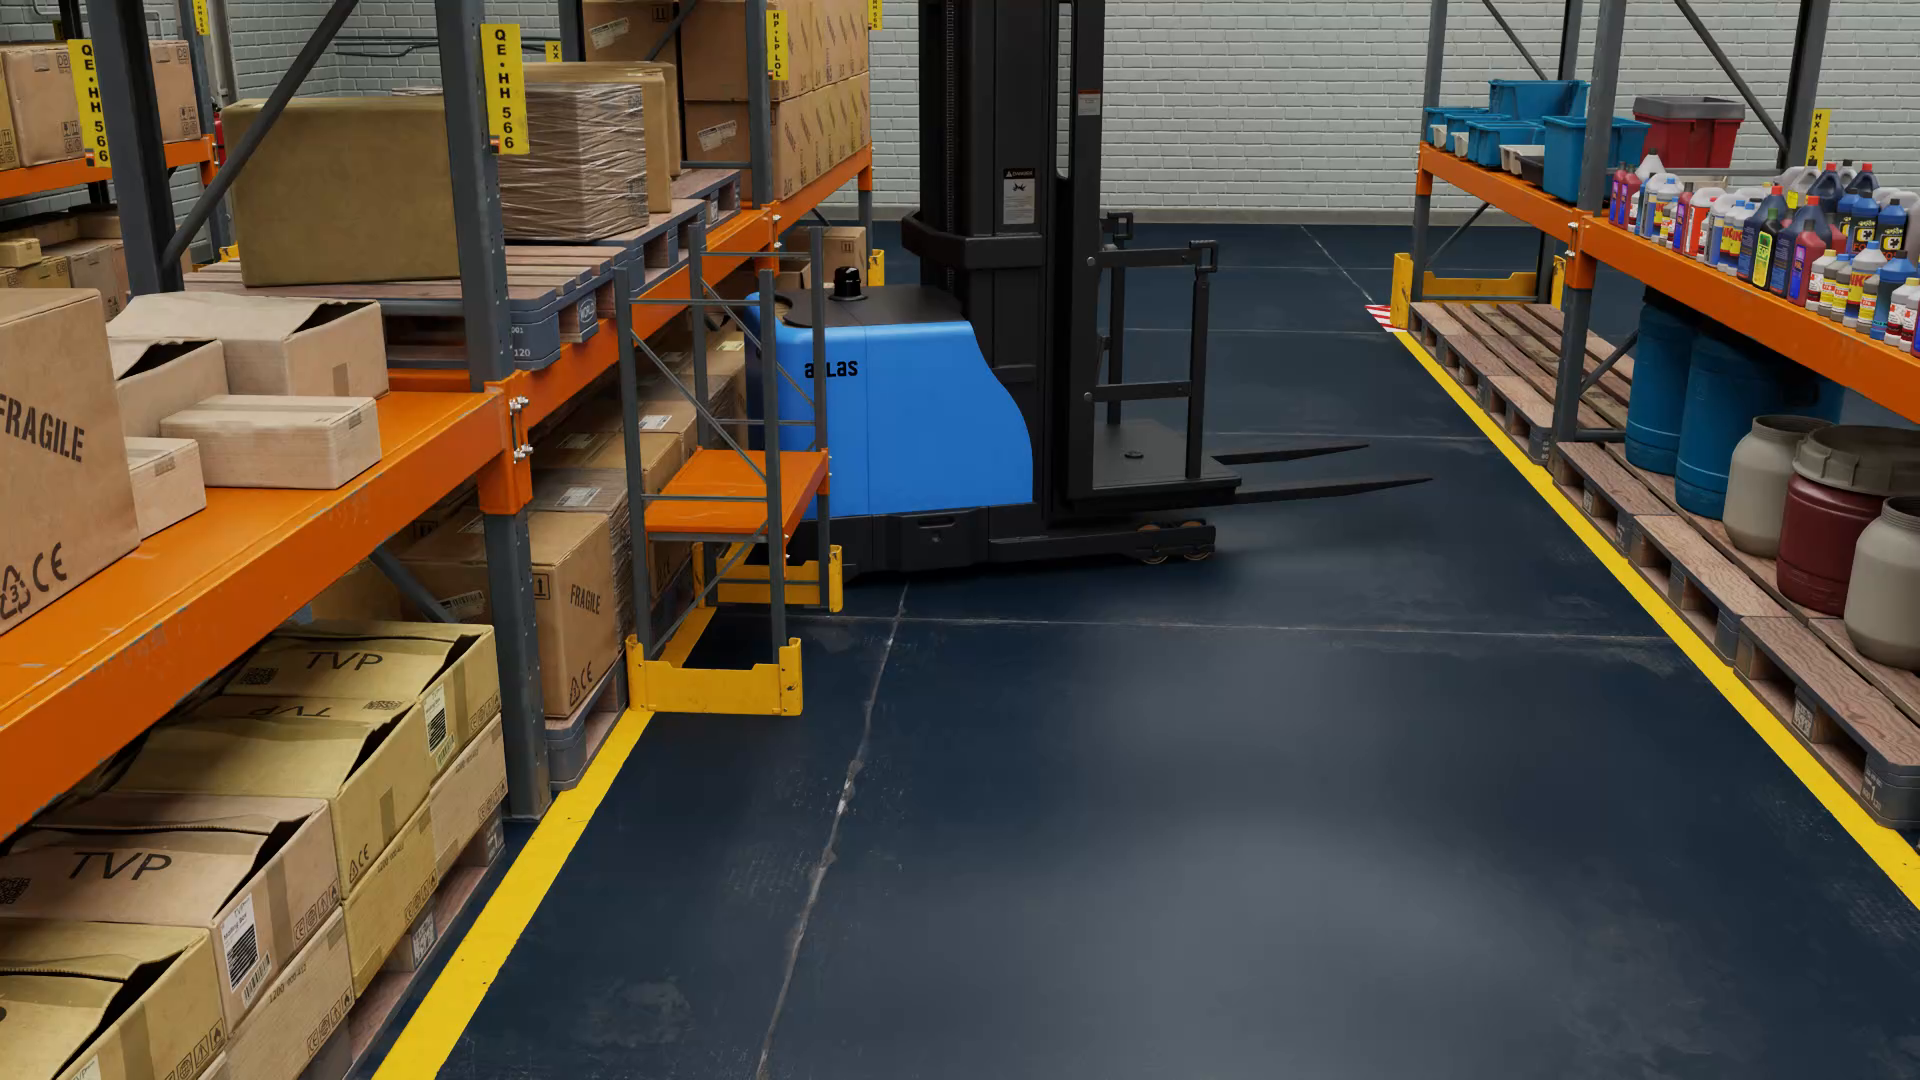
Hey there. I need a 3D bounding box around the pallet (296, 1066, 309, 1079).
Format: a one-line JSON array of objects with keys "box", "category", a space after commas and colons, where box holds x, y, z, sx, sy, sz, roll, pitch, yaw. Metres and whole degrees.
[{"box": [-1.916, 1.334, 3.012, 1.003, 0.211, 1.213, 1, 18, 4], "category": "pallet"}]

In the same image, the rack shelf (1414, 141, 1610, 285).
[{"box": [3.642, -2.034, 9.967, 1.077, 0.370, 4.000, 1, 18, 4], "category": "rack shelf"}]

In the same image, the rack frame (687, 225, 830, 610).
[{"box": [-0.760, -0.448, 6.381, 0.500, 1.500, 0.032, 1, 18, 4], "category": "rack frame"}]

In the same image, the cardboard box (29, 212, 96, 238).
[{"box": [-6.272, -2.204, 11.630, 0.380, 0.149, 0.250, 1, 18, 4], "category": "cardboard box"}]

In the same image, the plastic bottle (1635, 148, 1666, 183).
[{"box": [3.147, -1.616, 7.617, 0.144, 0.351, 0.185, 1, 18, 4], "category": "plastic bottle"}]

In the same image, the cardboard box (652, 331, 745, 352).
[{"box": [-1.191, -0.728, 8.134, 0.500, 0.500, 0.500, 1, 18, 4], "category": "cardboard box"}]

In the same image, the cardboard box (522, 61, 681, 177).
[{"box": [-1.699, -1.971, 7.786, 0.700, 0.500, 0.500, -5, 19, -15], "category": "cardboard box"}]

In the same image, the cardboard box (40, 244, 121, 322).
[{"box": [-6.118, -1.698, 11.128, 0.700, 0.500, 0.500, 1, 18, 2], "category": "cardboard box"}]

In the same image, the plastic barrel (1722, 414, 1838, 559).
[{"box": [3.262, -0.210, 6.567, 0.421, 0.512, 0.421, 0, 18, 0], "category": "plastic barrel"}]

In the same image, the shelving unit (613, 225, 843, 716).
[{"box": [-0.795, -0.293, 5.907, 0.587, 1.500, 1.083, 1, 18, 4], "category": "shelving unit"}]

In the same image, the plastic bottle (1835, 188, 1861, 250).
[{"box": [3.605, -1.290, 6.751, 0.097, 0.271, 0.097, 0, 18, 0], "category": "plastic bottle"}]

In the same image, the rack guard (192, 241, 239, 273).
[{"box": [-6.094, -2.037, 12.838, 1.175, 0.500, 0.348, 1, 18, 4], "category": "rack guard"}]

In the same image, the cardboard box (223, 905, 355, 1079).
[{"box": [-1.595, 0.969, 3.391, 0.500, 0.250, 0.500, 2, 18, 5], "category": "cardboard box"}]

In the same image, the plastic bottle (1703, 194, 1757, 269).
[{"box": [3.003, -1.200, 6.469, 0.152, 0.276, 0.135, 1, 18, 4], "category": "plastic bottle"}]

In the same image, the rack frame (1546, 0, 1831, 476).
[{"box": [3.499, -1.754, 7.960, 1.000, 3.000, 0.127, 1, 18, 4], "category": "rack frame"}]

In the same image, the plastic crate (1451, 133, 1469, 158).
[{"box": [3.285, -2.522, 10.630, 0.250, 0.136, 0.298, 1, 18, 4], "category": "plastic crate"}]

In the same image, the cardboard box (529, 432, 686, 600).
[{"box": [-1.338, -0.098, 6.214, 0.500, 0.500, 0.500, 1, 18, 3], "category": "cardboard box"}]

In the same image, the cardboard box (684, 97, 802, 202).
[{"box": [-1.133, -2.066, 8.749, 0.500, 0.500, 0.500, 2, 18, 5], "category": "cardboard box"}]

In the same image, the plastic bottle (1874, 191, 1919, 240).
[{"box": [3.721, -1.254, 6.631, 0.152, 0.276, 0.135, 1, 18, 4], "category": "plastic bottle"}]

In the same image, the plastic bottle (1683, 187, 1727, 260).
[{"box": [3.019, -1.272, 6.688, 0.152, 0.276, 0.135, 1, 18, 4], "category": "plastic bottle"}]

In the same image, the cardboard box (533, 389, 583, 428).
[{"box": [-1.826, -0.632, 6.639, 0.500, 0.250, 0.500, 1, 18, 3], "category": "cardboard box"}]

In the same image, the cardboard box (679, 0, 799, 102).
[{"box": [-1.127, -2.529, 8.557, 0.500, 0.500, 0.500, 2, 18, 5], "category": "cardboard box"}]

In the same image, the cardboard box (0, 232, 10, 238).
[{"box": [-6.345, -1.889, 10.669, 0.380, 0.149, 0.250, 1, 18, 3], "category": "cardboard box"}]

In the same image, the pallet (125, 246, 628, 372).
[{"box": [-1.750, -0.745, 5.186, 1.213, 0.211, 1.003, 1, 18, 4], "category": "pallet"}]

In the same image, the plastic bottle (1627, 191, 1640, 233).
[{"box": [3.047, -1.478, 7.435, 0.097, 0.201, 0.097, 0, 18, 0], "category": "plastic bottle"}]

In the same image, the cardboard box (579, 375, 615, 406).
[{"box": [-1.790, -0.421, 7.200, 0.500, 0.500, 0.500, 2, 18, 5], "category": "cardboard box"}]

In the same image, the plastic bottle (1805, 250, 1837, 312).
[{"box": [2.907, -0.871, 5.584, 0.097, 0.201, 0.097, 0, 18, 0], "category": "plastic bottle"}]

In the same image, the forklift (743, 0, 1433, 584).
[{"box": [0.609, -1.443, 7.119, 3.031, 2.935, 1.130, -5, 19, -14], "category": "forklift"}]

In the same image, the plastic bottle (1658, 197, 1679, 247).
[{"box": [3.017, -1.345, 7.031, 0.097, 0.201, 0.097, 0, 18, 0], "category": "plastic bottle"}]

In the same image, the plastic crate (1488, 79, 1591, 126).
[{"box": [3.948, -2.934, 11.406, 0.616, 0.435, 0.499, 1, 18, 4], "category": "plastic crate"}]

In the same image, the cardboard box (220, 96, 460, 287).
[{"box": [-1.796, -1.069, 5.033, 0.700, 0.500, 0.500, -5, 19, -15], "category": "cardboard box"}]

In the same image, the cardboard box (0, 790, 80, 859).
[{"box": [-2.127, 0.695, 3.326, 0.500, 0.311, 0.500, 1, 18, 2], "category": "cardboard box"}]

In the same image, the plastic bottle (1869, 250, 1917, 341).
[{"box": [2.873, -0.754, 5.112, 0.097, 0.271, 0.097, 0, 18, 0], "category": "plastic bottle"}]

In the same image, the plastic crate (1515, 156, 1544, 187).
[{"box": [3.311, -2.006, 9.072, 0.437, 0.125, 0.590, 1, 18, 4], "category": "plastic crate"}]

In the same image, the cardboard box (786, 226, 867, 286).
[{"box": [-0.948, -1.955, 11.880, 0.500, 0.500, 0.500, 1, 18, 4], "category": "cardboard box"}]

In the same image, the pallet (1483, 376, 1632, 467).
[{"box": [3.513, -0.658, 9.093, 1.003, 0.211, 1.213, 1, 18, 4], "category": "pallet"}]

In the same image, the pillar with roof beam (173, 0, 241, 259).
[{"box": [-2.471, -6.830, 13.816, 9.100, 9.000, 0.400, 1, 18, 4], "category": "pillar with roof beam"}]

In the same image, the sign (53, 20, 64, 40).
[{"box": [-6.649, -3.681, 12.322, 0.100, 0.325, 0.005, 1, 18, 4], "category": "sign"}]

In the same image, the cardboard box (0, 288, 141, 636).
[{"box": [-1.832, -0.150, 2.902, 0.500, 0.500, 0.500, 0, 18, 1], "category": "cardboard box"}]

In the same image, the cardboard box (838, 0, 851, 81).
[{"box": [-0.980, -3.169, 10.509, 0.500, 0.500, 0.500, 2, 18, 5], "category": "cardboard box"}]

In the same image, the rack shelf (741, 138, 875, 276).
[{"box": [-1.298, -2.145, 10.308, 1.077, 0.370, 4.000, 1, 18, 4], "category": "rack shelf"}]

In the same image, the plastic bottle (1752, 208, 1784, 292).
[{"box": [2.920, -1.045, 5.984, 0.061, 0.283, 0.133, 1, 18, 4], "category": "plastic bottle"}]

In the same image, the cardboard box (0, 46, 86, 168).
[{"box": [-6.227, -2.739, 10.483, 0.980, 0.700, 0.700, 0, 18, 1], "category": "cardboard box"}]

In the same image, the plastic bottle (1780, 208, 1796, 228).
[{"box": [2.981, -1.044, 5.980, 0.061, 0.283, 0.133, 1, 18, 4], "category": "plastic bottle"}]

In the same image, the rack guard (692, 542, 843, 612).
[{"box": [-0.760, 0.147, 6.574, 0.587, 0.250, 0.087, 1, 18, 4], "category": "rack guard"}]

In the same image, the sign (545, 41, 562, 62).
[{"box": [-1.983, -2.287, 8.195, 0.100, 0.325, 0.005, 1, 18, 4], "category": "sign"}]

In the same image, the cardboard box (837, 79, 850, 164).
[{"box": [-0.990, -2.695, 10.669, 0.500, 0.500, 0.500, 1, 18, 4], "category": "cardboard box"}]

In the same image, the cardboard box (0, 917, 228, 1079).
[{"box": [-1.628, 0.859, 2.825, 0.500, 0.311, 0.500, 2, 18, 5], "category": "cardboard box"}]

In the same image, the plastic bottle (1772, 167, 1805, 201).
[{"box": [3.793, -1.566, 7.583, 0.152, 0.276, 0.135, 1, 18, 4], "category": "plastic bottle"}]
